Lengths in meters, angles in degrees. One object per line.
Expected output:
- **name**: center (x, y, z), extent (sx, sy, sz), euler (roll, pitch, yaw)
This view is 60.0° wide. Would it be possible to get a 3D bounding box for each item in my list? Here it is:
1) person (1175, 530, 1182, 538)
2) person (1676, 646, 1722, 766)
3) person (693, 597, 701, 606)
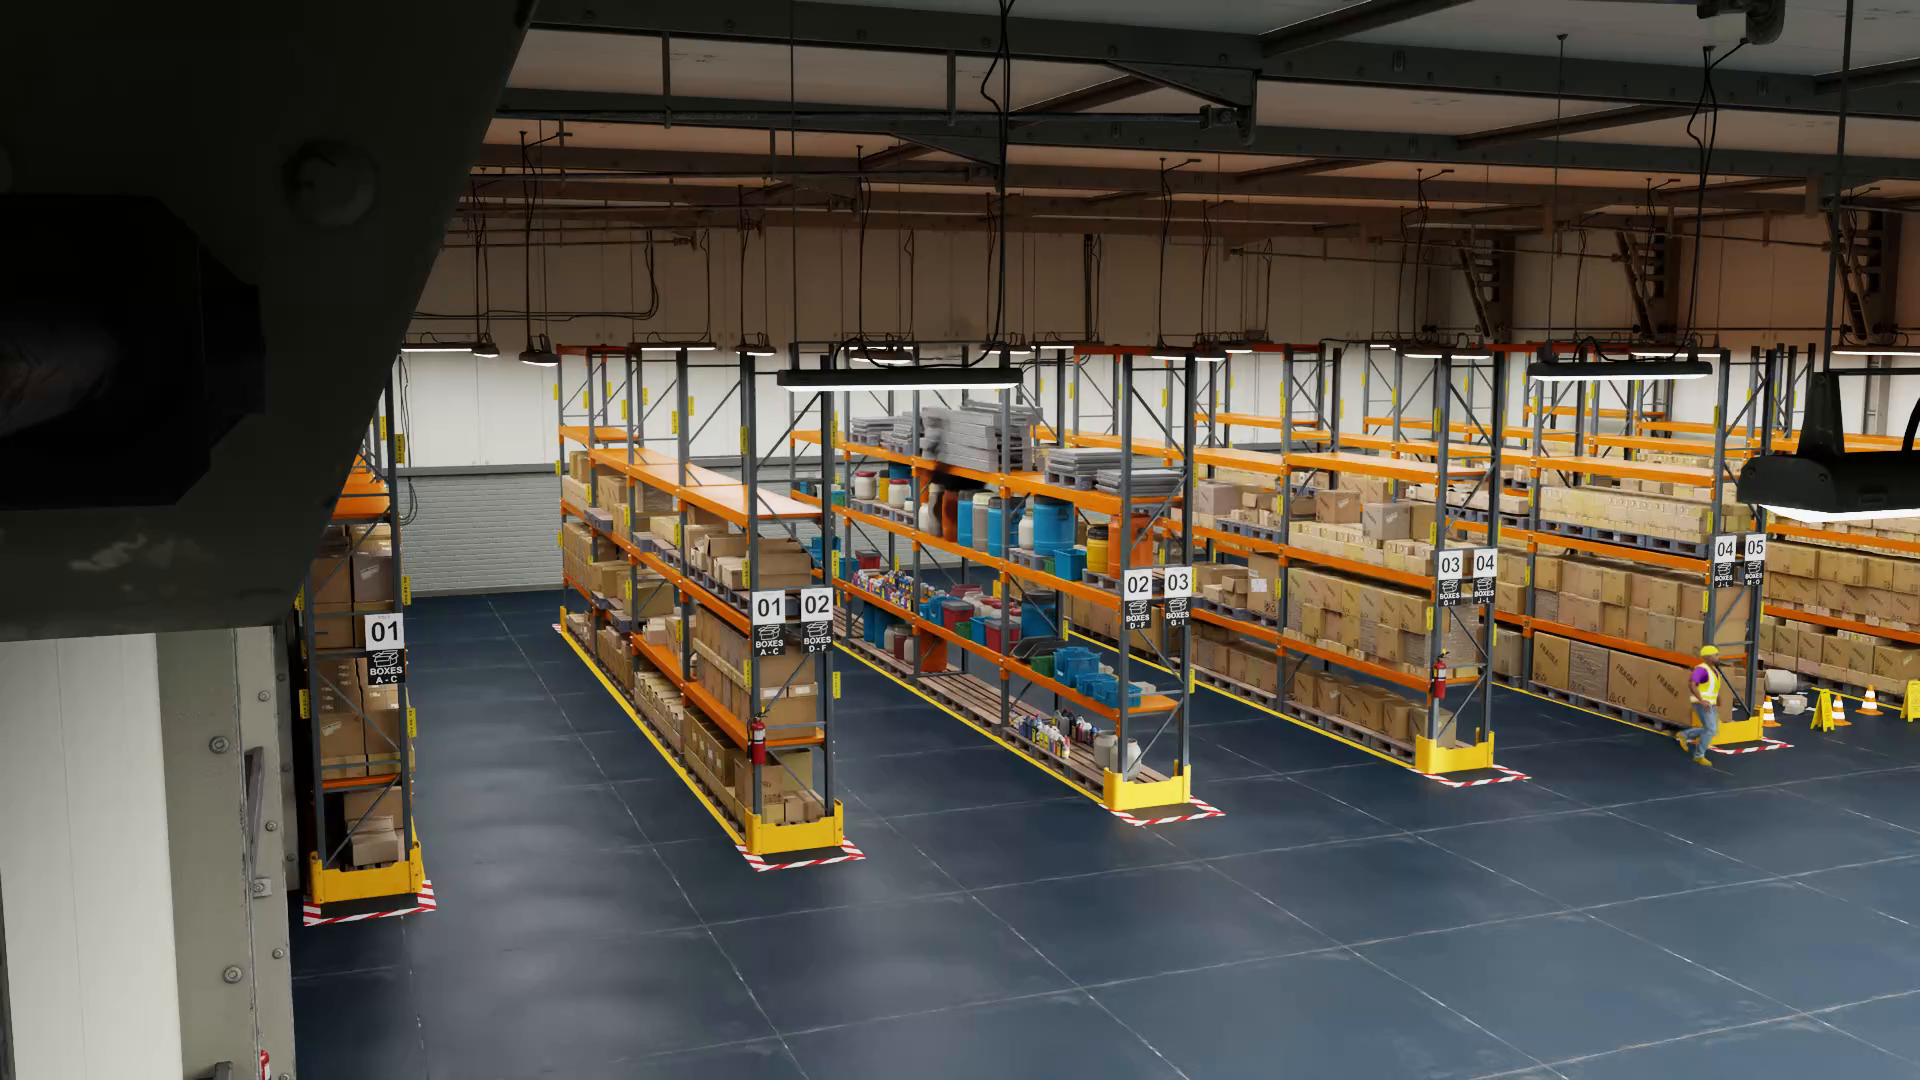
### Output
- **person**: center (4.991, 0.605, 38.013), extent (0.724, 1.786, 1.058), euler (-3, 8, -20)
- **person**: center (10.903, 2.403, 24.475), extent (0.597, 1.704, 0.746), euler (7, 10, 42)
- **person**: center (-5.298, 1.227, 33.940), extent (0.510, 1.646, 0.733), euler (-5, 9, -36)
